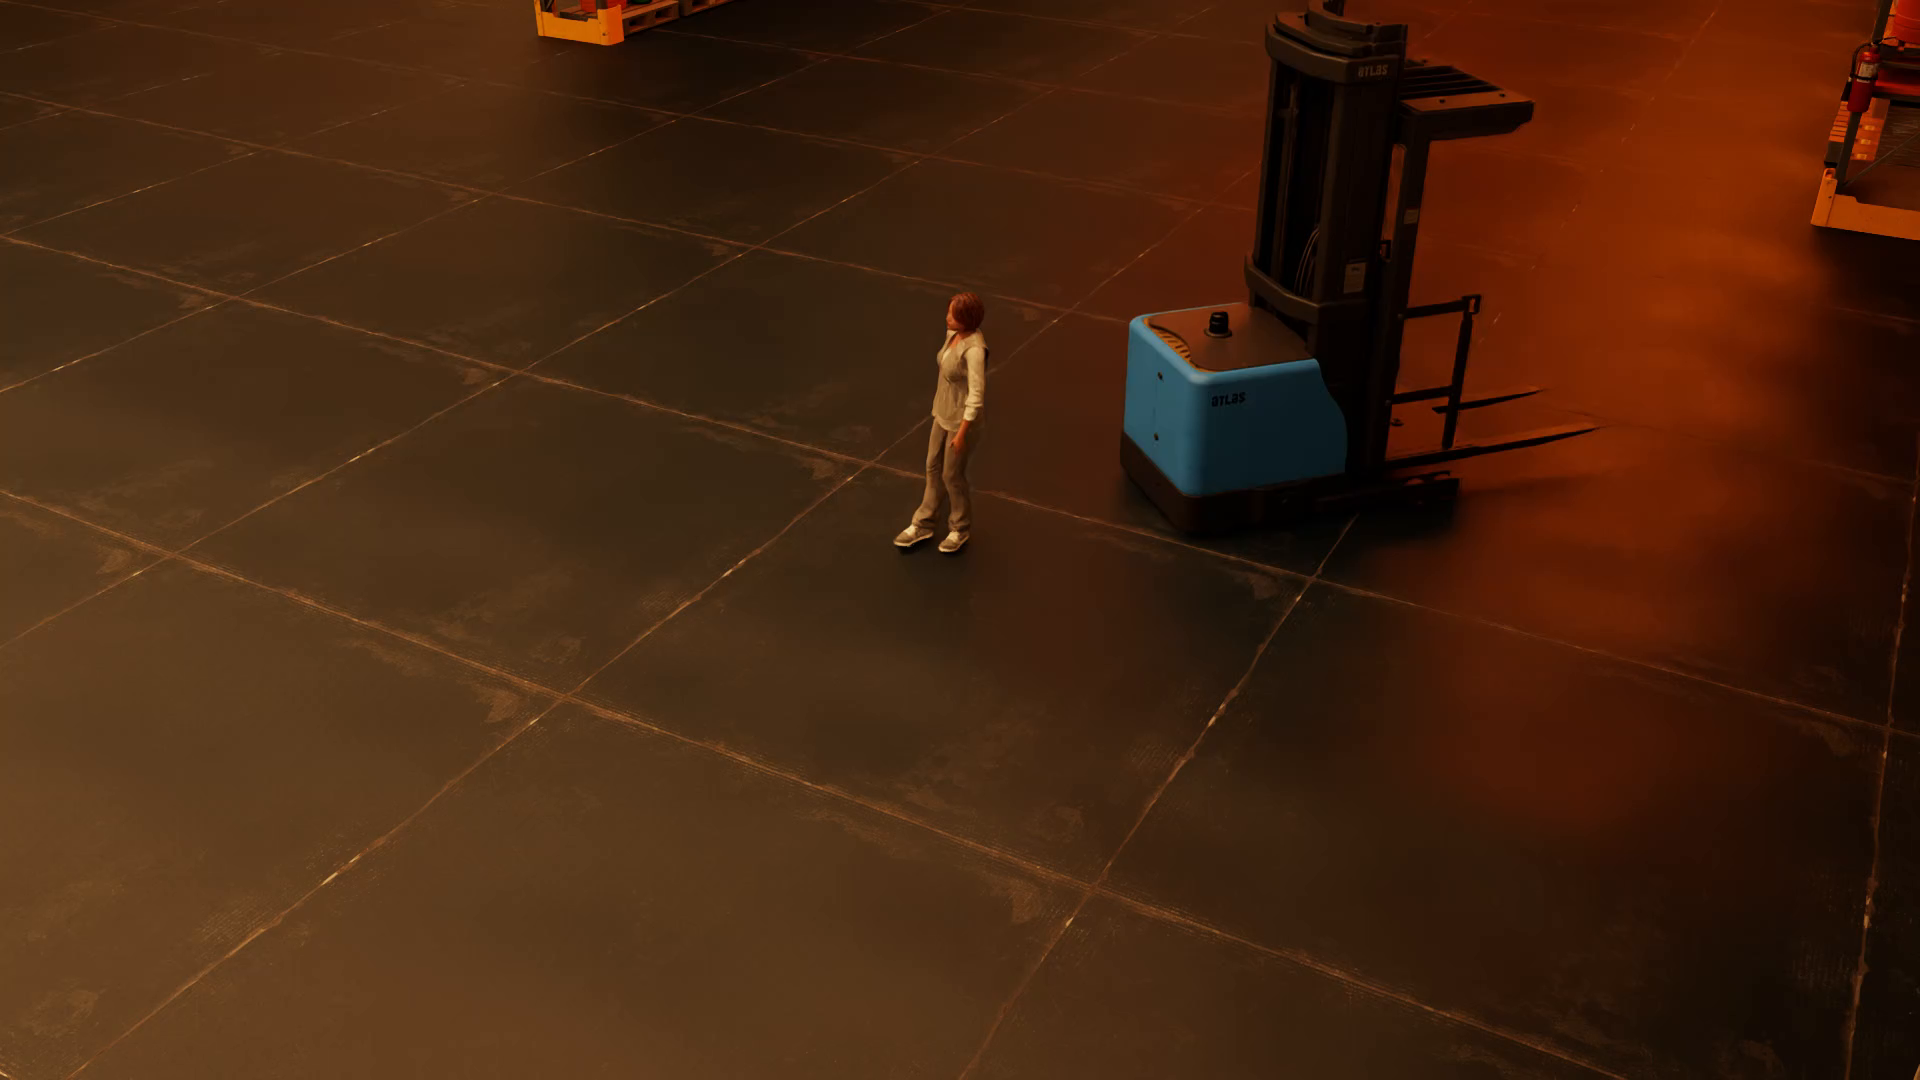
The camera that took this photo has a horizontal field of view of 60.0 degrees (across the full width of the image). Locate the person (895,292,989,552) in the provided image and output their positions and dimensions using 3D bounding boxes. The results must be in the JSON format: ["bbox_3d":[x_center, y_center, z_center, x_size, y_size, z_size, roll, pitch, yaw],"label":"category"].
[{"bbox_3d":[-0.118,-0.665,9.563,0.542,1.597,0.499,-9,31,-15],"label":"person"}]

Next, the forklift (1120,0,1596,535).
[{"bbox_3d":[2.603,-1.727,10.063,3.031,2.935,1.130,-9,31,-16],"label":"forklift"}]
